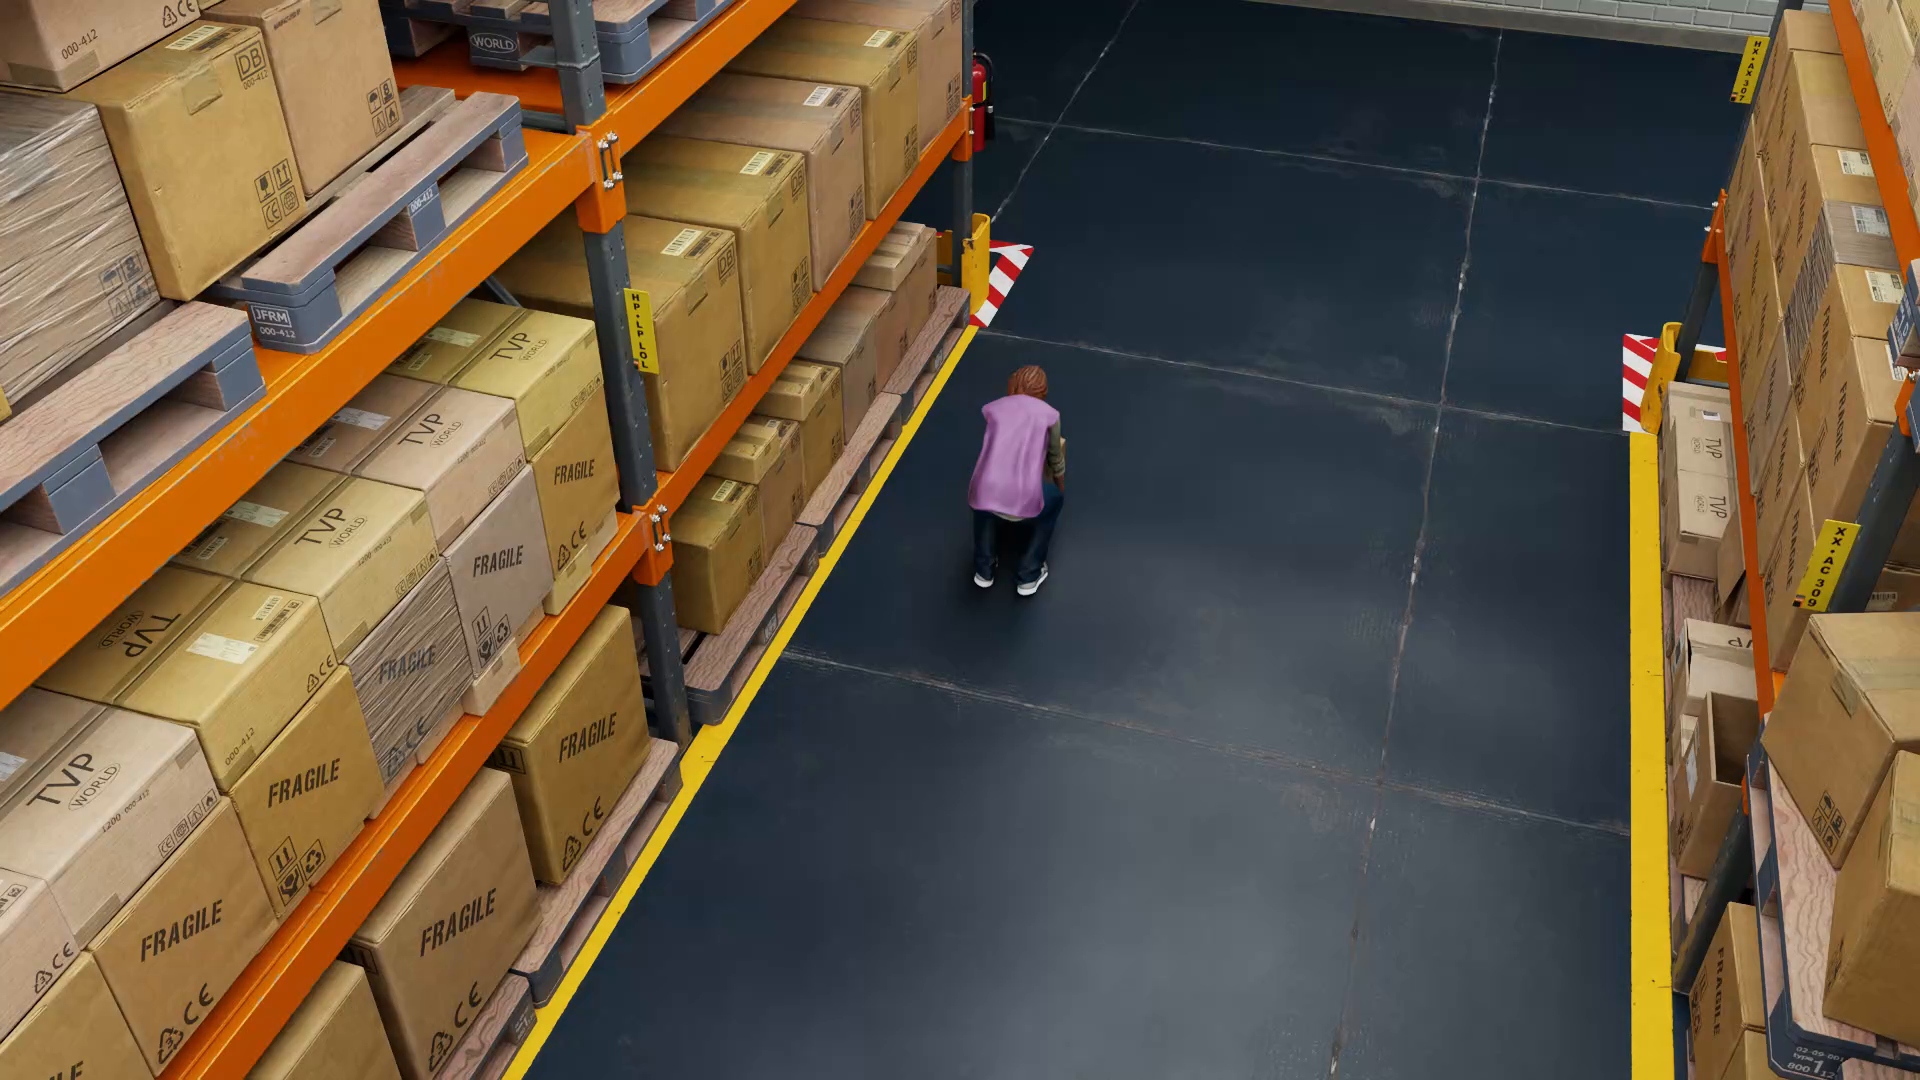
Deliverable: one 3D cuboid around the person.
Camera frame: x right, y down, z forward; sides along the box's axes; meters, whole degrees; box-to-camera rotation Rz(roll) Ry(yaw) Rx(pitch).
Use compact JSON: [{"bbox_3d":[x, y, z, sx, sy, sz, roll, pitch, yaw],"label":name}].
[{"bbox_3d":[0.270,-0.257,7.803,0.432,0.902,0.852,9,39,12],"label":"person"}]
